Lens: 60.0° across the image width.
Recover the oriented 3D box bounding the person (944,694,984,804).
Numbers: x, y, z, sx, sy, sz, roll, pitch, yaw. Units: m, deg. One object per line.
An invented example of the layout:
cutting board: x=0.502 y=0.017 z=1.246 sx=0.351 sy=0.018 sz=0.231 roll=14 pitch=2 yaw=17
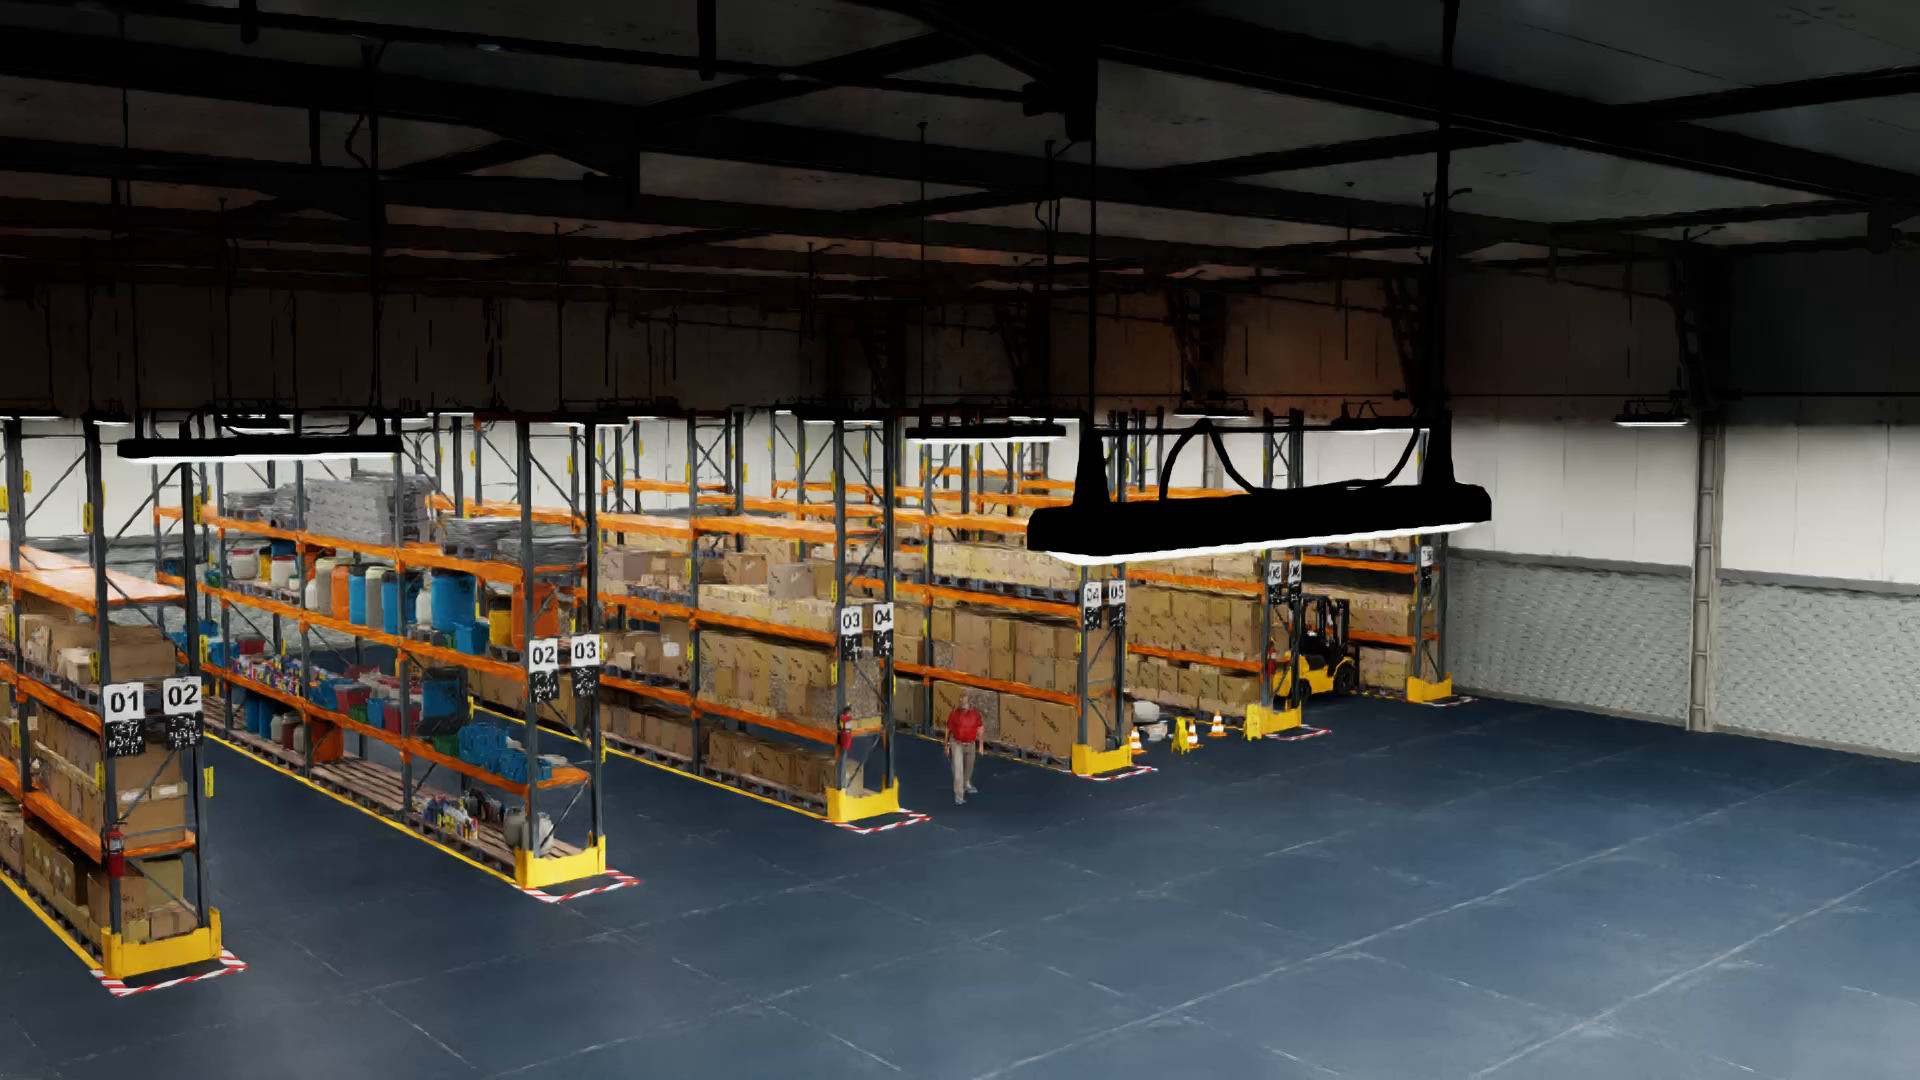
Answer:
person: x=0.063 y=3.217 z=25.944 sx=0.606 sy=1.677 sz=0.965 roll=-1 pitch=5 yaw=-14
